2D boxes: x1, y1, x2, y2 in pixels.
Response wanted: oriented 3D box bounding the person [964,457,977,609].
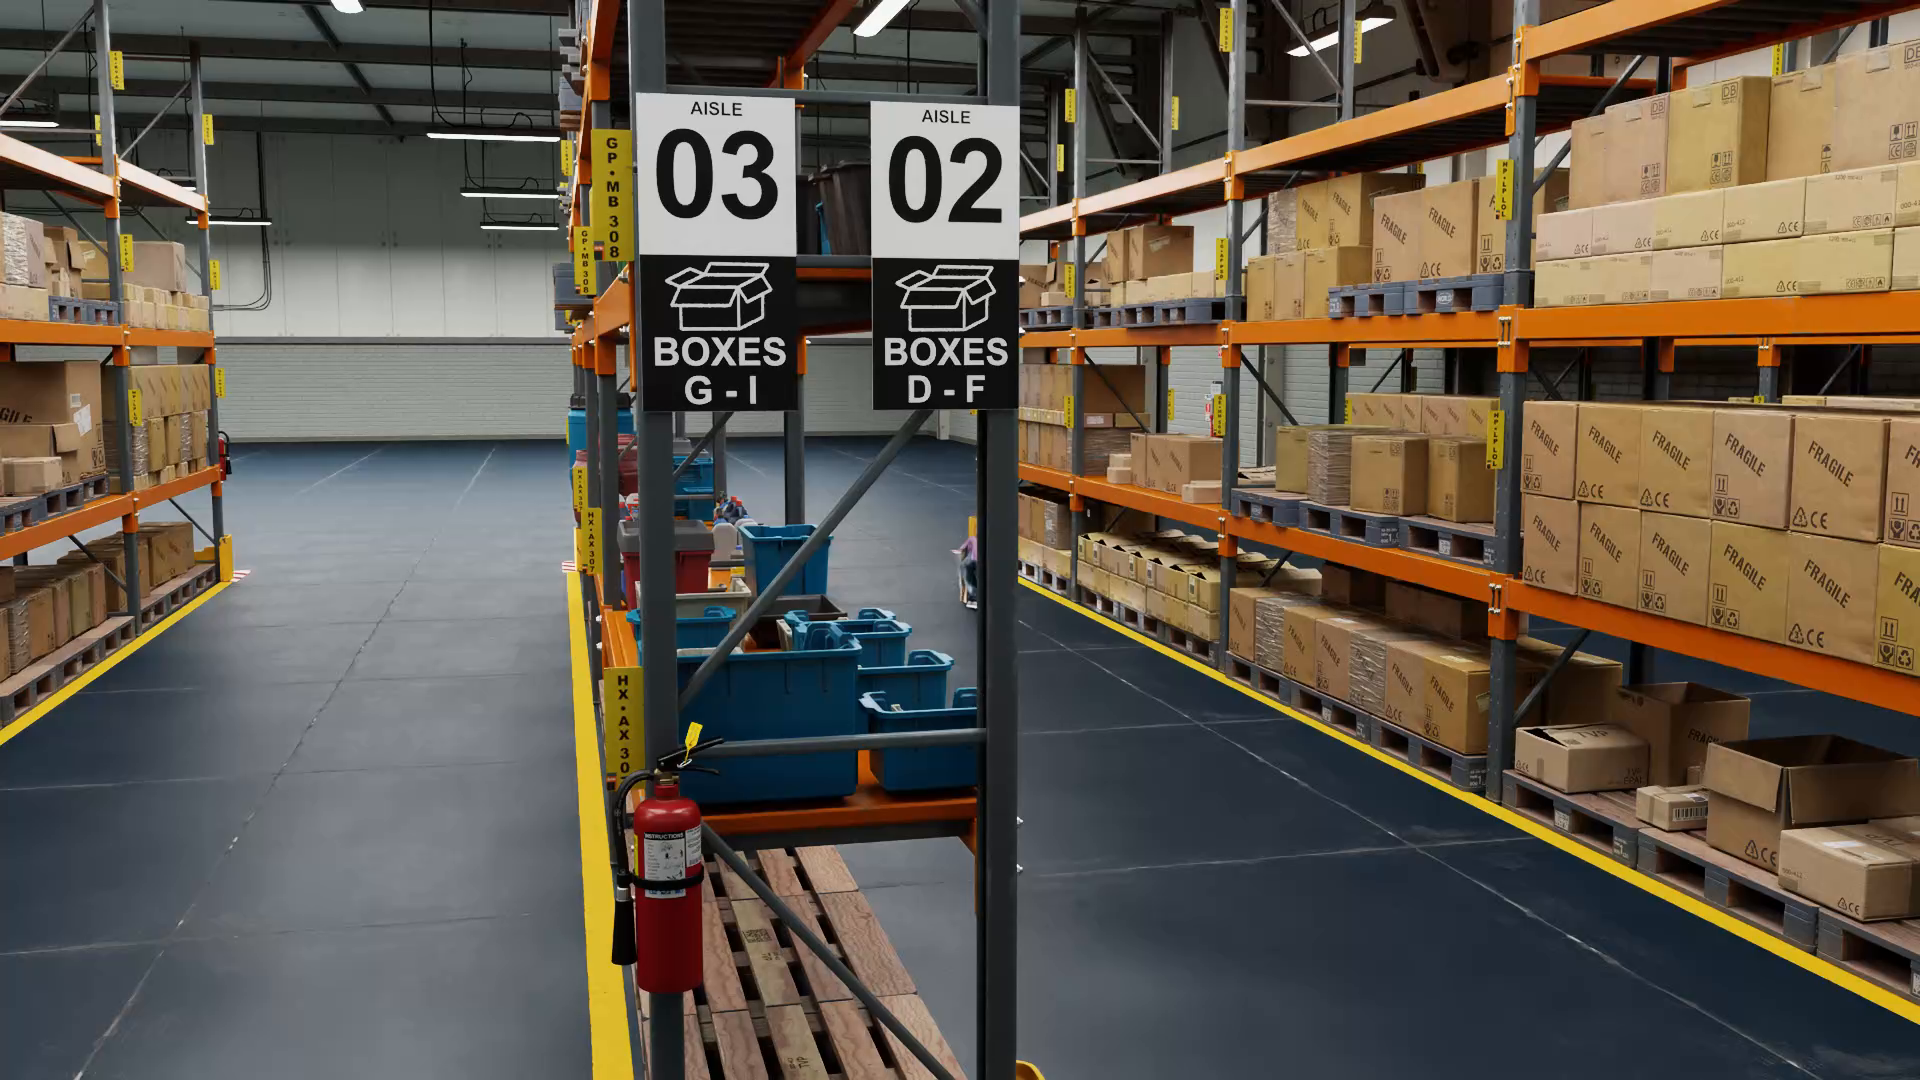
[{"bbox_3d":[0.231,-0.104,16.833,0.375,1.599,0.505,-1,6,-11],"label":"person"}]
